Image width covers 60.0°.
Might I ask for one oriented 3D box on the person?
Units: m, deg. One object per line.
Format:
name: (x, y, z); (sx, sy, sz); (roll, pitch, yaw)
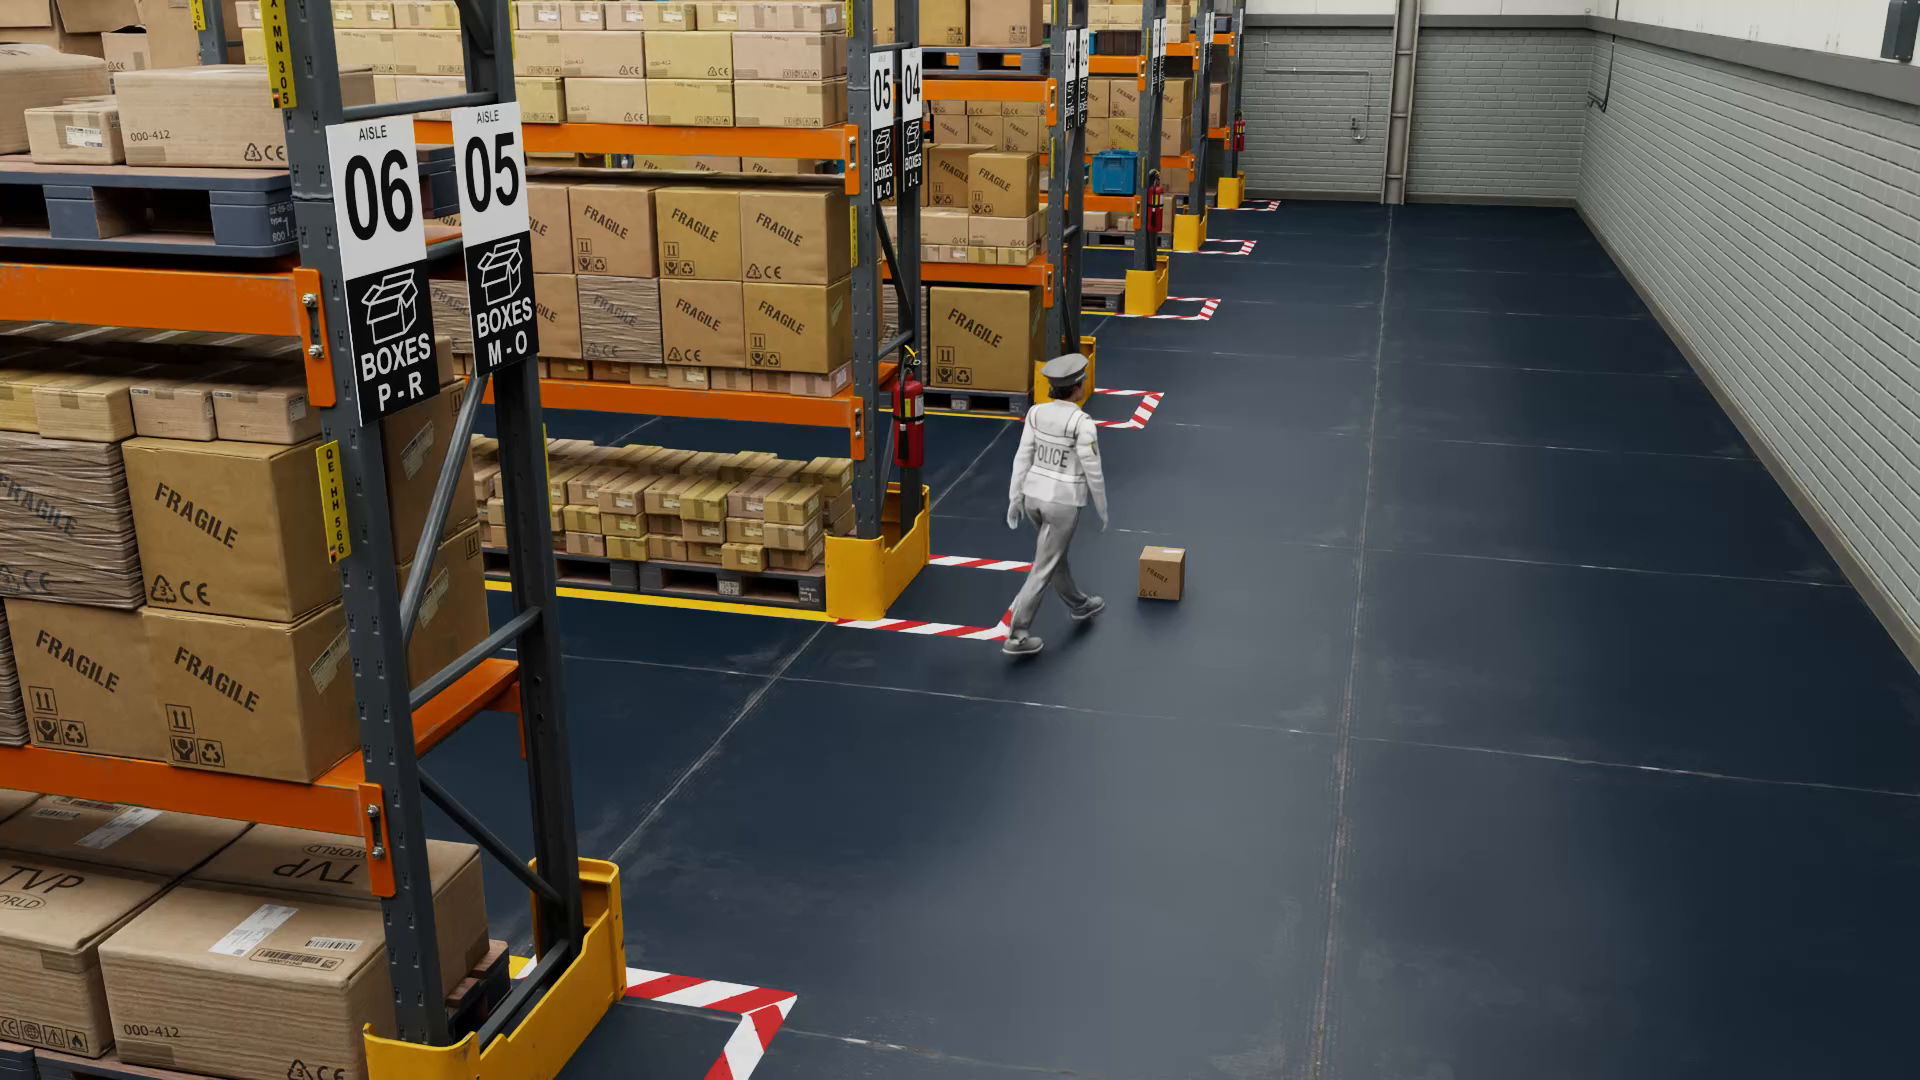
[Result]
person: (0.593, -0.221, 9.159); (0.945, 1.629, 0.513); (-16, 24, -39)
